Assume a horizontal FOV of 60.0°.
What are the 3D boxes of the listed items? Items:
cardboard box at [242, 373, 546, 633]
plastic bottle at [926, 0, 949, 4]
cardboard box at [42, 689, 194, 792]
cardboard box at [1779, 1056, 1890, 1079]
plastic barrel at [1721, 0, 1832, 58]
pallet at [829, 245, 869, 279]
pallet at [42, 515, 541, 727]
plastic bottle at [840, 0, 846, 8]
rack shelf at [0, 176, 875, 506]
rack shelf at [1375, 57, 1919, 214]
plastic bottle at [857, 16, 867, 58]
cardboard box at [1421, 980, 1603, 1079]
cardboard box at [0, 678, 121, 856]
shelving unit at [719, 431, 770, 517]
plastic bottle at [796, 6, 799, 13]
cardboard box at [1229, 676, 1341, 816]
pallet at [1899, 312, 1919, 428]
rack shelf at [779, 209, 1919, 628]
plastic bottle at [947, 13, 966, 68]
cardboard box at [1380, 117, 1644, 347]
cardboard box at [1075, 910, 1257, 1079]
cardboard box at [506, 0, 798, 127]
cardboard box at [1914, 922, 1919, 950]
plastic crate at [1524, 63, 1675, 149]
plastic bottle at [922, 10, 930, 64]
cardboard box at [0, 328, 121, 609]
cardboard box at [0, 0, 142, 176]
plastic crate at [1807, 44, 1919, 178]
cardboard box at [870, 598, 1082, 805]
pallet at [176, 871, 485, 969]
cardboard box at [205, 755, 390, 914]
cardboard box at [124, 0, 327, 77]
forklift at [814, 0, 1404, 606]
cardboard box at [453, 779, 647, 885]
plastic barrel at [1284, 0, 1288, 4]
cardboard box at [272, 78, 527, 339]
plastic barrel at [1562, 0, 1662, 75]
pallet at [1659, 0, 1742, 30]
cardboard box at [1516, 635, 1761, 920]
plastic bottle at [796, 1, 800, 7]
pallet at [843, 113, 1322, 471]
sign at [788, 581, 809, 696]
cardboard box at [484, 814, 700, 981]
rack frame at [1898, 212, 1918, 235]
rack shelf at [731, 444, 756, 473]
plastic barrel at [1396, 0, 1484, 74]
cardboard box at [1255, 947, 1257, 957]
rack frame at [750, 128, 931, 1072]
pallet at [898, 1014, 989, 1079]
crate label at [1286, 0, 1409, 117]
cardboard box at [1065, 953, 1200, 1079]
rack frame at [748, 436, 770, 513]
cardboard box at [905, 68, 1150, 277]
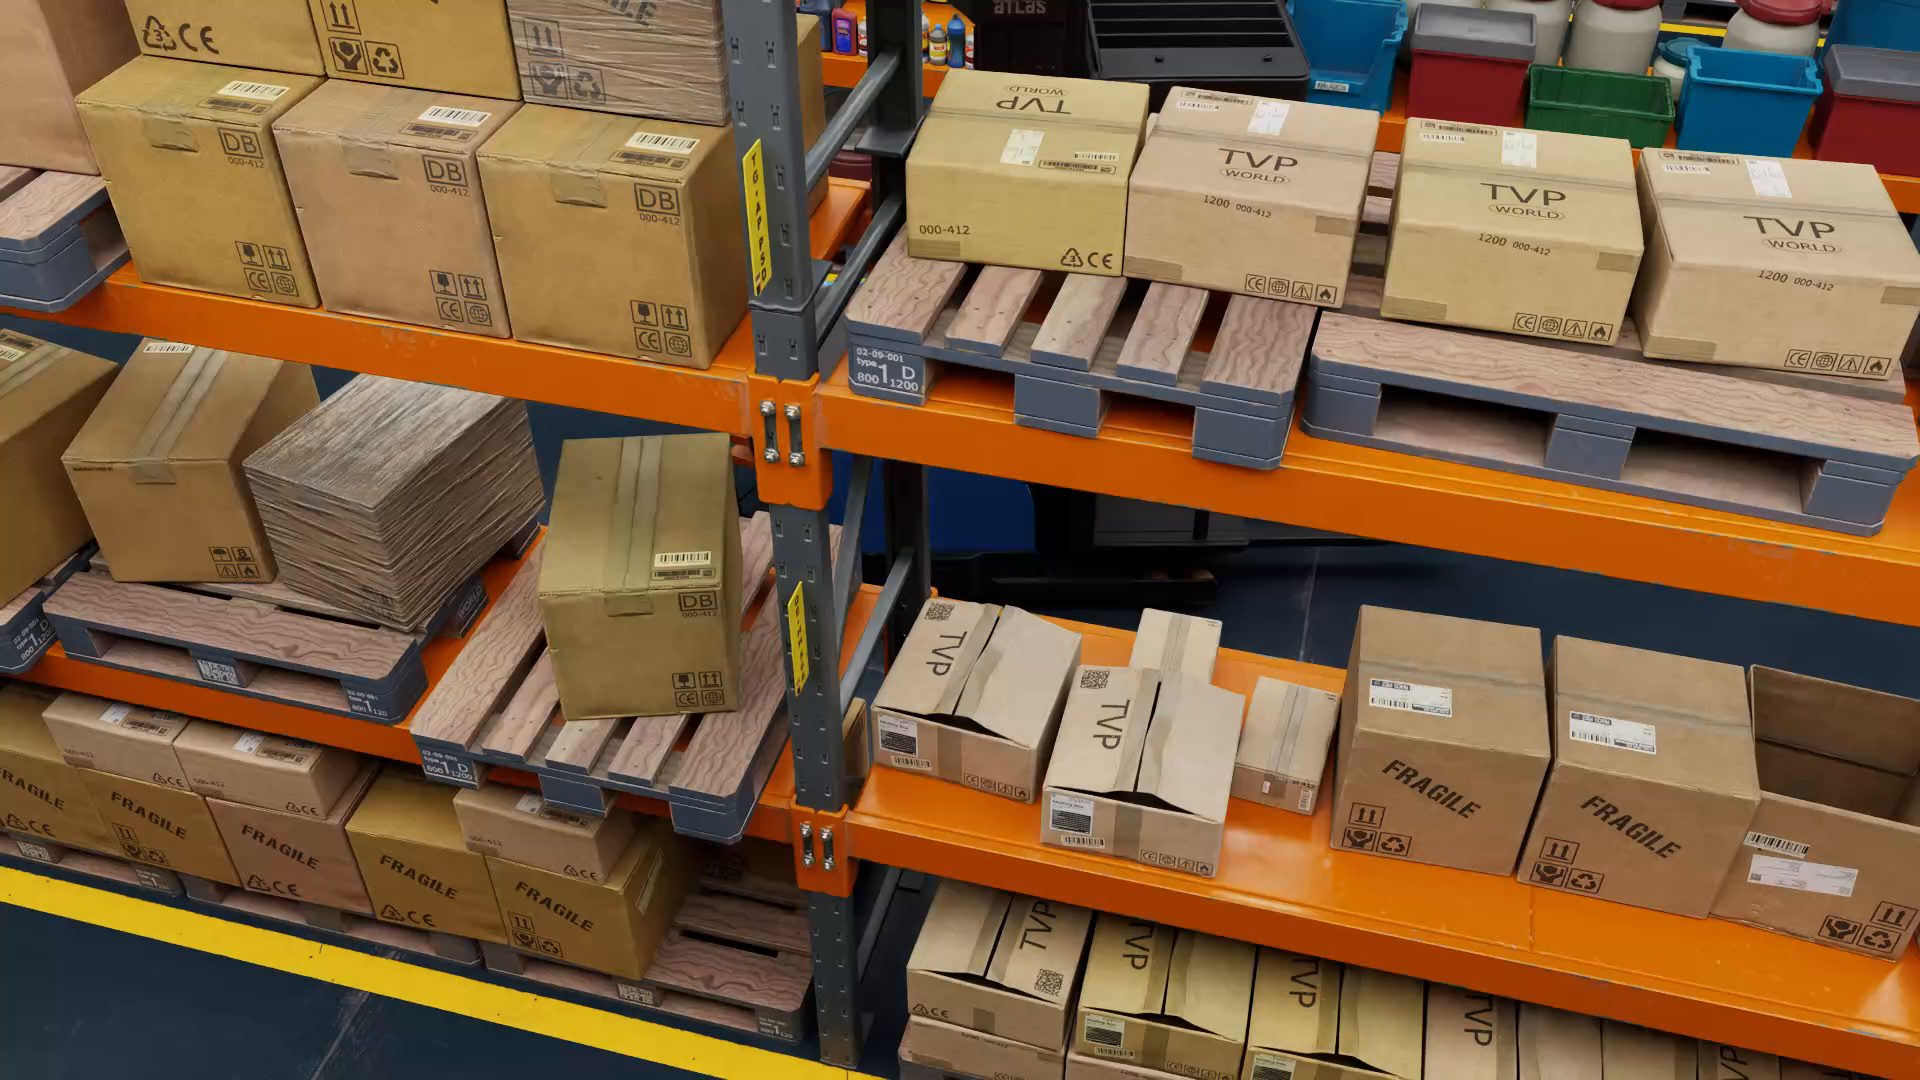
[{"bbox_3d":[-1.756,-0.174,5.245,0.500,0.500,0.700,17,43,20],"label":"cardboard box"},{"bbox_3d":[-0.122,-3.140,9.271,0.133,0.283,0.061,10,41,11],"label":"plastic bottle"},{"bbox_3d":[-2.778,0.566,5.787,0.500,0.250,0.500,10,41,12],"label":"cardboard box"},{"bbox_3d":[2.610,1.701,4.792,0.500,0.311,0.500,11,41,13],"label":"cardboard box"},{"bbox_3d":[3.996,-2.428,8.228,0.433,0.535,0.433,0,40,0],"label":"plastic barrel"},{"bbox_3d":[-0.948,-1.987,9.977,1.213,0.211,1.003,10,41,11],"label":"pallet"},{"bbox_3d":[-2.164,0.084,5.491,1.213,0.211,1.003,10,41,11],"label":"pallet"},{"bbox_3d":[-0.737,-3.142,9.222,0.185,0.351,0.144,10,41,11],"label":"plastic bottle"},{"bbox_3d":[-2.216,-0.875,4.711,4.000,0.370,1.077,10,41,11],"label":"rack shelf"},{"bbox_3d":[2.932,-2.138,8.547,4.000,0.370,1.077,10,41,11],"label":"rack shelf"},{"bbox_3d":[-0.489,-2.654,8.757,0.097,0.201,0.097,0,40,0],"label":"plastic bottle"},{"bbox_3d":[1.644,1.531,4.994,0.500,0.311,0.500,9,41,11],"label":"cardboard box"},{"bbox_3d":[-3.226,0.768,6.129,0.500,0.500,0.500,10,41,12],"label":"cardboard box"},{"bbox_3d":[-0.979,-0.639,7.590,0.189,1.200,0.258,16,42,31],"label":"shelving unit"},{"bbox_3d":[-0.913,-2.746,8.803,0.133,0.283,0.061,10,41,11],"label":"plastic bottle"},{"bbox_3d":[0.962,0.604,4.918,0.250,0.149,0.380,13,42,15],"label":"cardboard box"},{"bbox_3d":[2.724,-0.218,3.518,1.217,0.209,0.805,8,41,10],"label":"pallet"},{"bbox_3d":[1.648,-0.210,3.919,4.000,0.370,1.077,10,41,11],"label":"rack shelf"},{"bbox_3d":[-0.019,-2.600,8.638,0.097,0.271,0.097,0,40,0],"label":"plastic bottle"},{"bbox_3d":[1.229,-0.703,3.737,0.500,0.250,0.500,9,41,11],"label":"cardboard box"},{"bbox_3d":[0.655,1.360,5.198,0.500,0.311,0.500,9,41,10],"label":"cardboard box"},{"bbox_3d":[-0.704,-1.315,3.821,0.500,0.500,0.500,10,41,11],"label":"cardboard box"},{"bbox_3d":[2.683,1.015,4.338,0.258,0.266,0.396,9,41,10],"label":"cardboard box"},{"bbox_3d":[3.108,-2.114,8.124,0.662,0.188,0.450,10,41,11],"label":"plastic crate"},{"bbox_3d":[-0.207,-2.632,8.677,0.097,0.271,0.097,0,40,0],"label":"plastic bottle"},{"bbox_3d":[-3.068,-0.241,5.324,0.500,0.500,0.700,16,43,18],"label":"cardboard box"},{"bbox_3d":[-2.392,-1.371,4.260,0.600,0.600,0.600,8,41,10],"label":"cardboard box"},{"bbox_3d":[4.317,-1.996,7.769,0.583,0.464,0.402,10,41,11],"label":"plastic crate"},{"bbox_3d":[0.056,0.453,4.973,0.500,0.311,0.500,12,42,14],"label":"cardboard box"},{"bbox_3d":[-2.171,1.047,6.364,1.213,0.211,1.003,10,41,11],"label":"pallet"},{"bbox_3d":[-2.257,0.940,5.924,0.500,0.500,0.500,8,41,10],"label":"cardboard box"},{"bbox_3d":[-1.690,-1.485,4.023,0.500,0.500,0.500,10,41,11],"label":"cardboard box"},{"bbox_3d":[0.768,-1.173,6.892,3.031,2.935,1.130,-1,40,-1],"label":"forklift"},{"bbox_3d":[-1.304,0.816,5.489,0.500,0.250,0.500,11,41,13],"label":"cardboard box"},{"bbox_3d":[1.526,-2.909,8.800,0.708,0.536,0.600,10,41,11],"label":"plastic barrel"},{"bbox_3d":[-1.207,-0.992,4.214,0.500,0.500,0.910,10,41,11],"label":"cardboard box"},{"bbox_3d":[3.287,-2.550,8.373,0.433,0.535,0.433,0,40,0],"label":"plastic barrel"},{"bbox_3d":[5.392,-4.219,12.634,1.213,0.211,1.003,10,41,11],"label":"pallet"},{"bbox_3d":[1.849,0.649,4.592,0.500,0.500,0.500,10,41,11],"label":"cardboard box"},{"bbox_3d":[-0.897,-2.784,8.848,0.133,0.283,0.061,10,41,11],"label":"plastic bottle"},{"bbox_3d":[0.394,-0.688,4.076,1.003,0.211,1.213,12,41,13],"label":"pallet"},{"bbox_3d":[-0.416,0.257,4.298,0.005,0.325,0.100,10,41,11],"label":"sign"},{"bbox_3d":[-1.249,1.110,5.722,0.500,0.500,0.500,11,41,13],"label":"cardboard box"},{"bbox_3d":[4.864,-2.081,7.920,0.127,3.000,1.000,10,41,11],"label":"rack frame"},{"bbox_3d":[-0.944,-0.408,7.753,0.180,0.103,0.258,16,42,31],"label":"rack shelf"},{"bbox_3d":[2.456,-2.680,8.547,0.421,0.512,0.421,0,40,0],"label":"plastic barrel"},{"bbox_3d":[1.271,1.328,5.673,0.500,0.250,0.500,11,41,12],"label":"cardboard box"},{"bbox_3d":[-0.284,0.331,5.048,0.127,3.000,1.000,10,41,11],"label":"rack frame"},{"bbox_3d":[0.501,1.560,5.753,1.213,0.211,1.003,10,41,11],"label":"pallet"},{"bbox_3d":[1.889,-2.426,8.304,0.616,0.435,0.502,10,41,11],"label":"crate label"},{"bbox_3d":[0.631,1.576,5.378,0.500,0.250,0.500,9,41,10],"label":"cardboard box"},{"bbox_3d":[-0.904,-0.617,7.542,0.006,1.200,0.240,16,42,31],"label":"rack frame"},{"bbox_3d":[0.168,-0.881,3.949,0.500,0.250,0.500,7,41,8],"label":"cardboard box"}]
